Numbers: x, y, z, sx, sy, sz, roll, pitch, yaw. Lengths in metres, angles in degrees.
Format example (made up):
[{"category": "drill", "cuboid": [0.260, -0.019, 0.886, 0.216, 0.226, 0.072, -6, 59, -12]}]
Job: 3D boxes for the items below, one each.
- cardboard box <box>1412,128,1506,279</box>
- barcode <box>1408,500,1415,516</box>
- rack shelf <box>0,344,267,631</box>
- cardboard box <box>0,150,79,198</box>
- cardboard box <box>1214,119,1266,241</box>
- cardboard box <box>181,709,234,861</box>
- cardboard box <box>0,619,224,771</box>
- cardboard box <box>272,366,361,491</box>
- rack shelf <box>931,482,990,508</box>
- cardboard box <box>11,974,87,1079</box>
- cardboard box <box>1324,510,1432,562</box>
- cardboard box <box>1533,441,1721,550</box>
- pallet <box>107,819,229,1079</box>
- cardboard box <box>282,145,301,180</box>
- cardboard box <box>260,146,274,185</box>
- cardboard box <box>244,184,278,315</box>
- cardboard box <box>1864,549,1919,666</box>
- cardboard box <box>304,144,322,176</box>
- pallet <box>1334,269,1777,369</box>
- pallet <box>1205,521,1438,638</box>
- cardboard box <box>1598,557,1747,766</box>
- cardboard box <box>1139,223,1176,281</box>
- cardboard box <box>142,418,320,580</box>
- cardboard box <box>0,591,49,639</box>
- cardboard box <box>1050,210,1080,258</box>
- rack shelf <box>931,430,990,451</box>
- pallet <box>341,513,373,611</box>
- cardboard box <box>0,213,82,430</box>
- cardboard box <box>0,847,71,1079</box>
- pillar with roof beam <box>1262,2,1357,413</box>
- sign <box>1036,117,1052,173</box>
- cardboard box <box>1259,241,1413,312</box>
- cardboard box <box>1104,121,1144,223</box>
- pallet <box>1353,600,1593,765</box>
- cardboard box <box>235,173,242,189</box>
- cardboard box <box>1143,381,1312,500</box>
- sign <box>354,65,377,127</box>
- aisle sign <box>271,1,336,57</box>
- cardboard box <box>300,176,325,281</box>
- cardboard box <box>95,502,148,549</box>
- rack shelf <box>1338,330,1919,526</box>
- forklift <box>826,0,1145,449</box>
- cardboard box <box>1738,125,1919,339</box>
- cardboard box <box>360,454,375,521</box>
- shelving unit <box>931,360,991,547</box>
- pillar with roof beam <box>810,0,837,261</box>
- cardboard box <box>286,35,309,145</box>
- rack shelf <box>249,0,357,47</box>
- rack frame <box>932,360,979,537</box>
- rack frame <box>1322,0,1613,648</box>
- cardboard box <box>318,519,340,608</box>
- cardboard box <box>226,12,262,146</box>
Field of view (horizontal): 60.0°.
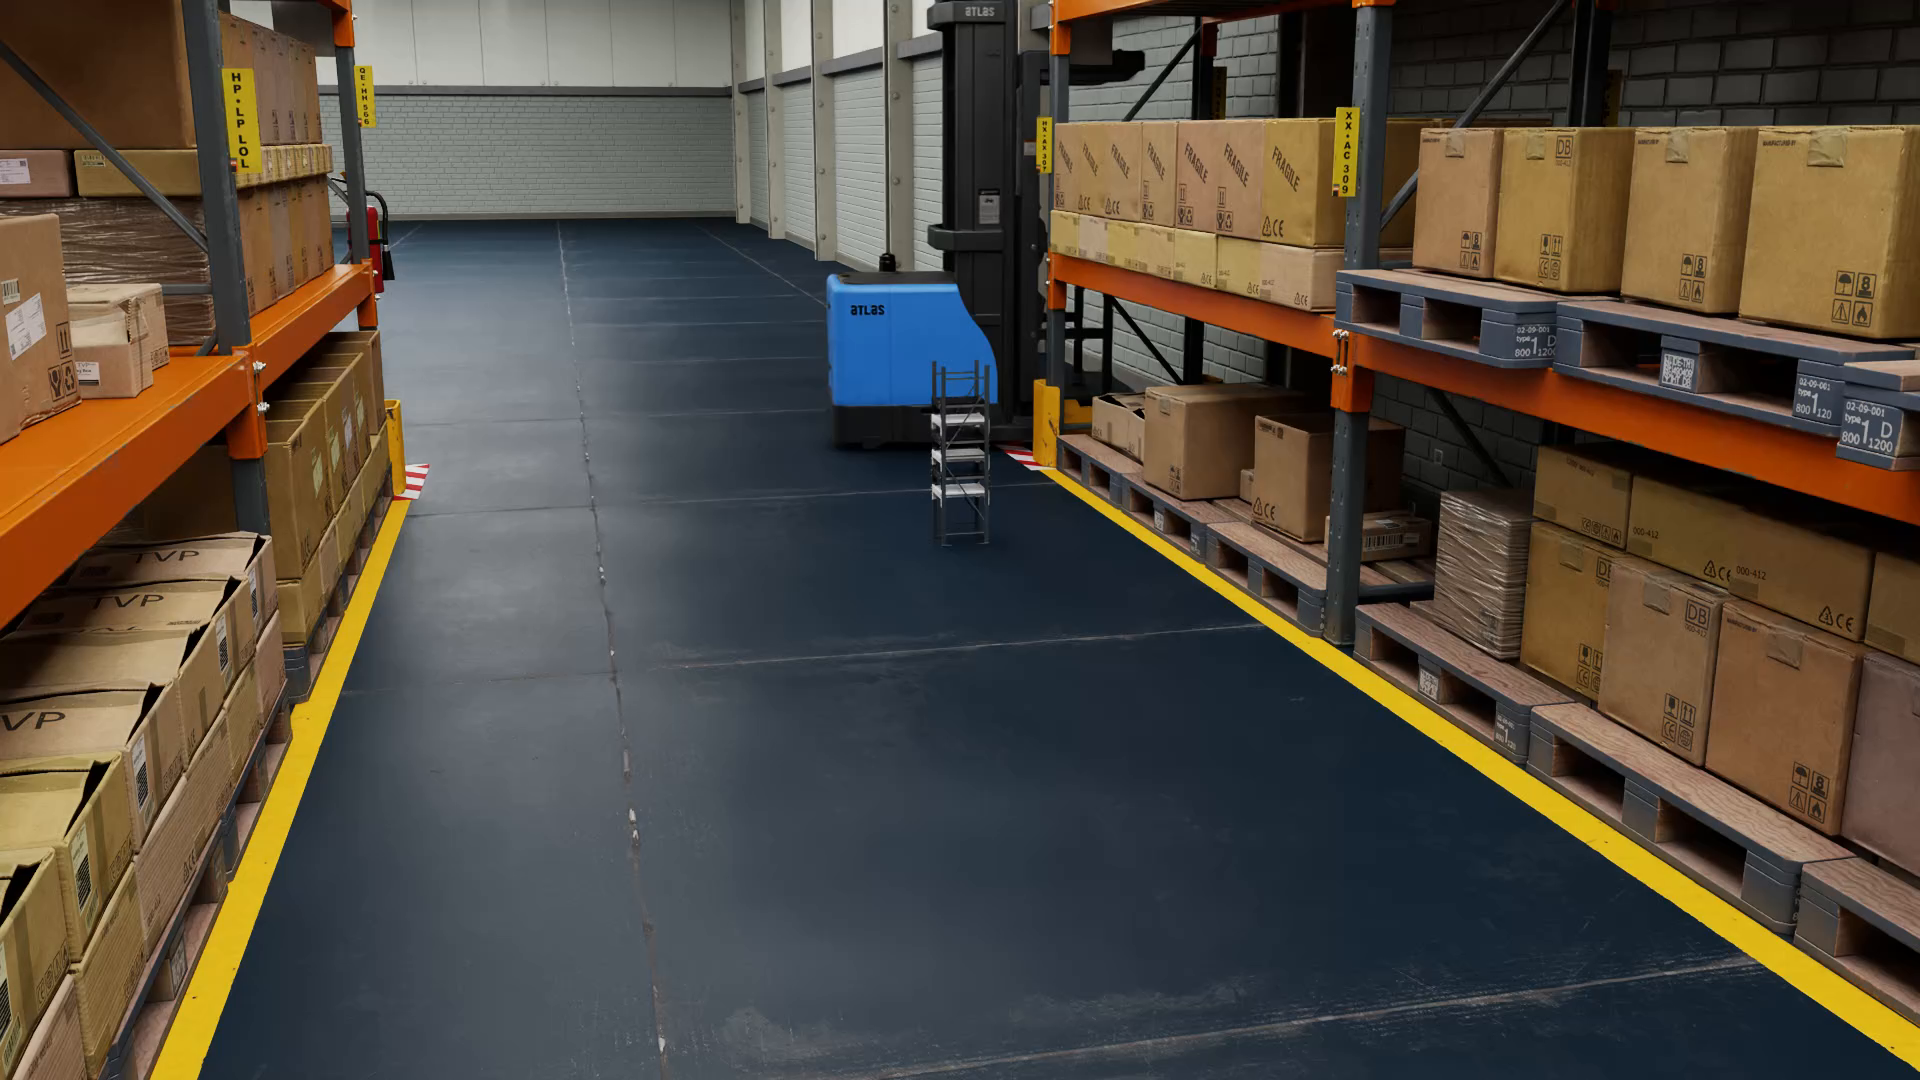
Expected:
[{"category": "cardboard box", "cuboid": [2.064, -1.210, 5.923, 0.700, 0.500, 0.500, -3, 14, -13]}, {"category": "barcode", "cuboid": [2.070, -0.144, 7.625, 0.001, 0.075, 0.075, -3, 14, -13]}, {"category": "rack shelf", "cuboid": [-2.367, 0.020, 3.539, 1.077, 0.370, 4.000, -3, 14, -13]}, {"category": "cardboard box", "cuboid": [-3.109, -1.205, 5.461, 0.380, 0.149, 0.250, -3, 14, -13]}, {"category": "cardboard box", "cuboid": [1.443, -1.575, 7.248, 0.500, 0.500, 0.500, -3, 14, -14]}, {"category": "cardboard box", "cuboid": [-2.220, 0.656, 4.332, 0.500, 0.250, 0.500, -3, 14, -12]}, {"category": "cardboard box", "cuboid": [-2.220, 0.381, 4.273, 0.500, 0.311, 0.500, -3, 14, -13]}, {"category": "cardboard box", "cuboid": [-2.995, -0.493, 7.455, 0.500, 0.500, 0.500, -3, 14, -13]}, {"category": "rack shelf", "cuboid": [0.002, -0.228, 8.363, 0.258, 0.077, 0.200, -3, 14, -13]}, {"category": "cardboard box", "cuboid": [-1.853, 1.011, 2.878, 0.500, 0.250, 0.500, -4, 14, -15]}, {"category": "cardboard box", "cuboid": [1.823, -0.027, 7.258, 0.380, 0.166, 0.250, -5, 15, -21]}, {"category": "cardboard box", "cuboid": [2.274, -0.161, 5.525, 0.500, 0.250, 0.500, -4, 14, -14]}, {"category": "pallet", "cuboid": [-2.335, 1.014, 3.832, 1.003, 0.211, 1.213, -3, 14, -13]}, {"category": "cardboard box", "cuboid": [-3.195, -1.701, 7.491, 0.380, 0.149, 0.250, -3, 14, -12]}, {"category": "cardboard box", "cuboid": [-3.018, -1.524, 6.767, 0.380, 0.149, 0.250, -4, 14, -15]}, {"category": "cardboard box", "cuboid": [-3.191, -1.178, 6.719, 0.700, 0.500, 0.500, -3, 14, -12]}, {"category": "cardboard box", "cuboid": [2.624, 0.193, 4.075, 0.500, 0.250, 0.500, -3, 14, -12]}, {"category": "cardboard box", "cuboid": [-3.378, -1.880, 8.225, 0.380, 0.149, 0.250, -3, 14, -14]}, {"category": "pallet", "cuboid": [2.016, -0.790, 5.744, 1.003, 0.211, 1.213, -3, 14, -13]}, {"category": "pallet", "cuboid": [1.786, 0.134, 7.433, 1.003, 0.211, 1.213, -3, 14, -13]}, {"category": "cardboard box", "cuboid": [2.418, 0.338, 5.062, 0.700, 0.500, 0.500, -3, 14, -13]}, {"category": "cardboard box", "cuboid": [1.211, -1.443, 8.288, 0.500, 0.250, 0.500, -3, 14, -13]}, {"category": "cardboard box", "cuboid": [-2.641, -0.147, 6.039, 0.500, 0.500, 0.500, -3, 14, -13]}, {"category": "cardboard box", "cuboid": [-2.869, 0.294, 4.631, 0.500, 0.311, 0.500, -3, 14, -14]}, {"category": "cardboard box", "cuboid": [0.844, -1.797, 9.735, 0.500, 0.250, 0.500, -4, 14, -15]}, {"category": "rack shelf", "cuboid": [0.002, -0.490, 8.299, 0.258, 0.077, 0.200, -3, 14, -13]}, {"category": "pallet", "cuboid": [-3.273, 0.096, 7.588, 1.003, 0.211, 1.213, -3, 14, -13]}, {"category": "cardboard box", "cuboid": [-2.548, -0.539, 4.104, 0.500, 0.500, 0.500, -2, 14, -9]}, {"category": "cardboard box", "cuboid": [-1.866, 0.734, 2.831, 0.500, 0.311, 0.500, -4, 14, -15]}, {"category": "pillar with roof beam", "cuboid": [-2.141, -4.551, 8.095, 9.100, 9.000, 0.400, -3, 14, -13]}, {"category": "sign", "cuboid": [0.511, -2.380, 10.026, 0.100, 0.325, 0.005, -3, 14, -13]}, {"category": "cardboard box", "cuboid": [1.572, -1.097, 6.869, 0.500, 0.250, 0.500, -3, 14, -13]}, {"category": "cardboard box", "cuboid": [1.080, -1.930, 8.702, 0.500, 0.500, 0.500, -4, 14, -15]}, {"category": "pallet", "cuboid": [2.162, 0.467, 6.072, 1.003, 0.211, 1.213, -3, 14, -13]}, {"category": "cardboard box", "cuboid": [-2.833, -1.344, 6.032, 0.380, 0.149, 0.250, -4, 14, -15]}, {"category": "cardboard box", "cuboid": [1.371, -0.521, 8.581, 0.700, 0.500, 0.500, -4, 14, -17]}, {"category": "sign", "cuboid": [-3.245, -2.418, 9.064, 0.100, 0.325, 0.005, -3, 14, -13]}, {"category": "aisle sign", "cuboid": [-3.506, -3.008, 8.940, 0.394, 0.787, 0.004, -3, 14, -13]}, {"category": "cardboard box", "cuboid": [-3.551, -1.532, 8.169, 0.700, 0.500, 0.500, -3, 14, -12]}, {"category": "cardboard box", "cuboid": [-3.264, -0.234, 6.392, 0.500, 0.500, 0.500, -3, 14, -13]}, {"category": "rack shelf", "cuboid": [2.448, -0.257, 4.673, 1.077, 0.370, 4.000, -3, 14, -13]}, {"category": "forklift", "cuboid": [0.631, -2.138, 11.001, 3.031, 2.935, 1.130, -2, 14, -7]}, {"category": "cardboard box", "cuboid": [2.483, -0.801, 4.248, 0.700, 0.500, 0.500, -3, 14, -13]}, {"category": "cardboard box", "cuboid": [-3.114, -0.244, 8.016, 0.500, 0.250, 0.500, -3, 14, -13]}, {"category": "shelving unit", "cuboid": [0.002, -0.435, 8.313, 0.258, 0.900, 0.210, -3, 14, -13]}, {"category": "pillar with roof beam", "cuboid": [-6.368, -8.704, 25.092, 9.100, 9.000, 0.400, -3, 14, -13]}, {"category": "cardboard box", "cuboid": [-3.537, -2.150, 7.964, 0.700, 0.500, 0.500, -4, 14, -15]}, {"category": "rack shelf", "cuboid": [-3.306, -2.359, 6.960, 1.077, 0.370, 4.000, -3, 14, -13]}, {"category": "rack frame", "cuboid": [-0.022, -0.459, 8.409, 0.240, 0.900, 0.006, -3, 14, -13]}, {"category": "rack frame", "cuboid": [1.978, -1.067, 6.476, 1.000, 3.000, 0.127, -3, 14, -13]}, {"category": "cardboard box", "cuboid": [-2.763, 0.102, 6.599, 0.500, 0.250, 0.500, -3, 14, -13]}, {"category": "cardboard box", "cuboid": [-3.184, -1.803, 6.544, 0.700, 0.500, 0.500, -3, 14, -13]}]
